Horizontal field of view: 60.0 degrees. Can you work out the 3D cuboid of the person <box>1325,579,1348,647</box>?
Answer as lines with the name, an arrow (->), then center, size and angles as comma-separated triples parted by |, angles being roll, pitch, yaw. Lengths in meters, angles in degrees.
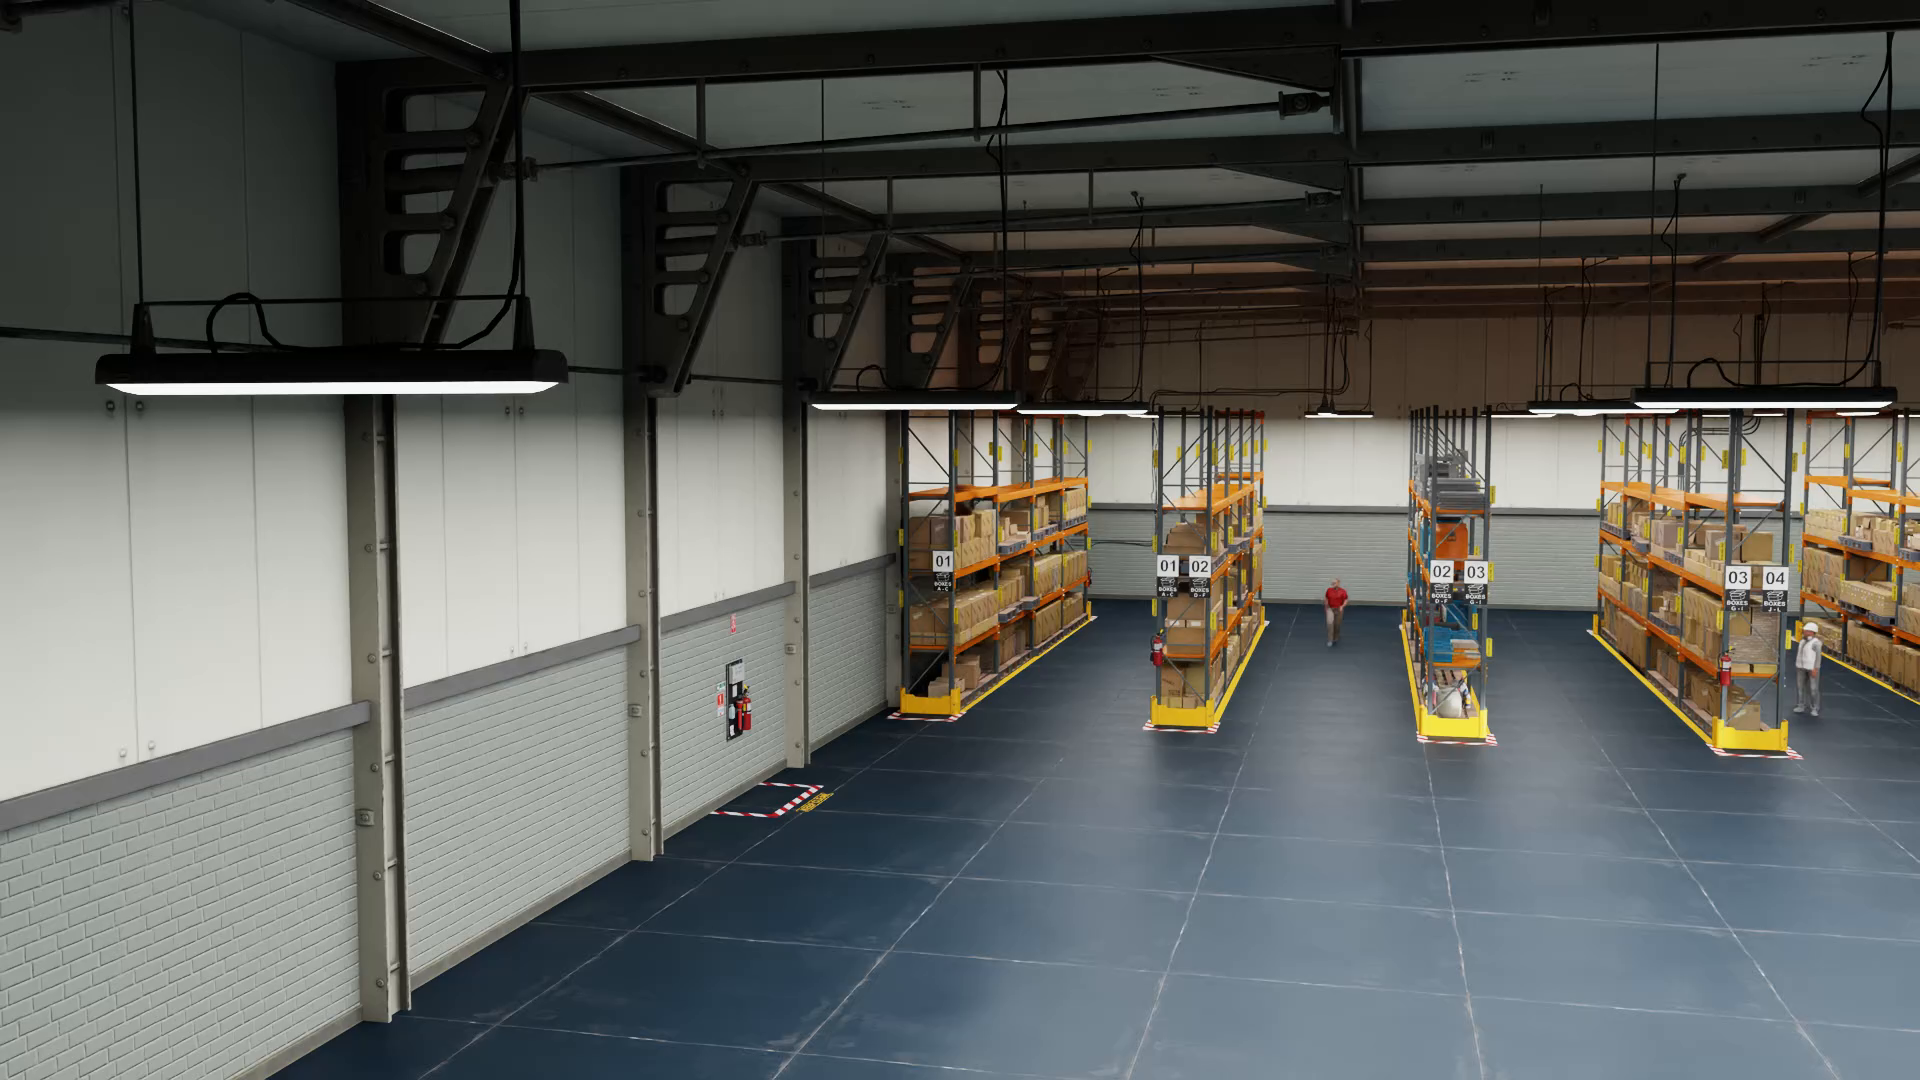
person -> 9.619, 1.847, 42.527 | 0.571, 1.716, 0.973 | 1, 4, 13

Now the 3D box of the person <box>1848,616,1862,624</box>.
person -> 24.119, 1.620, 44.970 | 0.649, 1.776, 0.442 | 2, 4, 21

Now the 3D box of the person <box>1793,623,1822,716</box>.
person -> 16.575, 2.517, 32.480 | 0.392, 1.804, 0.520 | -3, 5, -34
